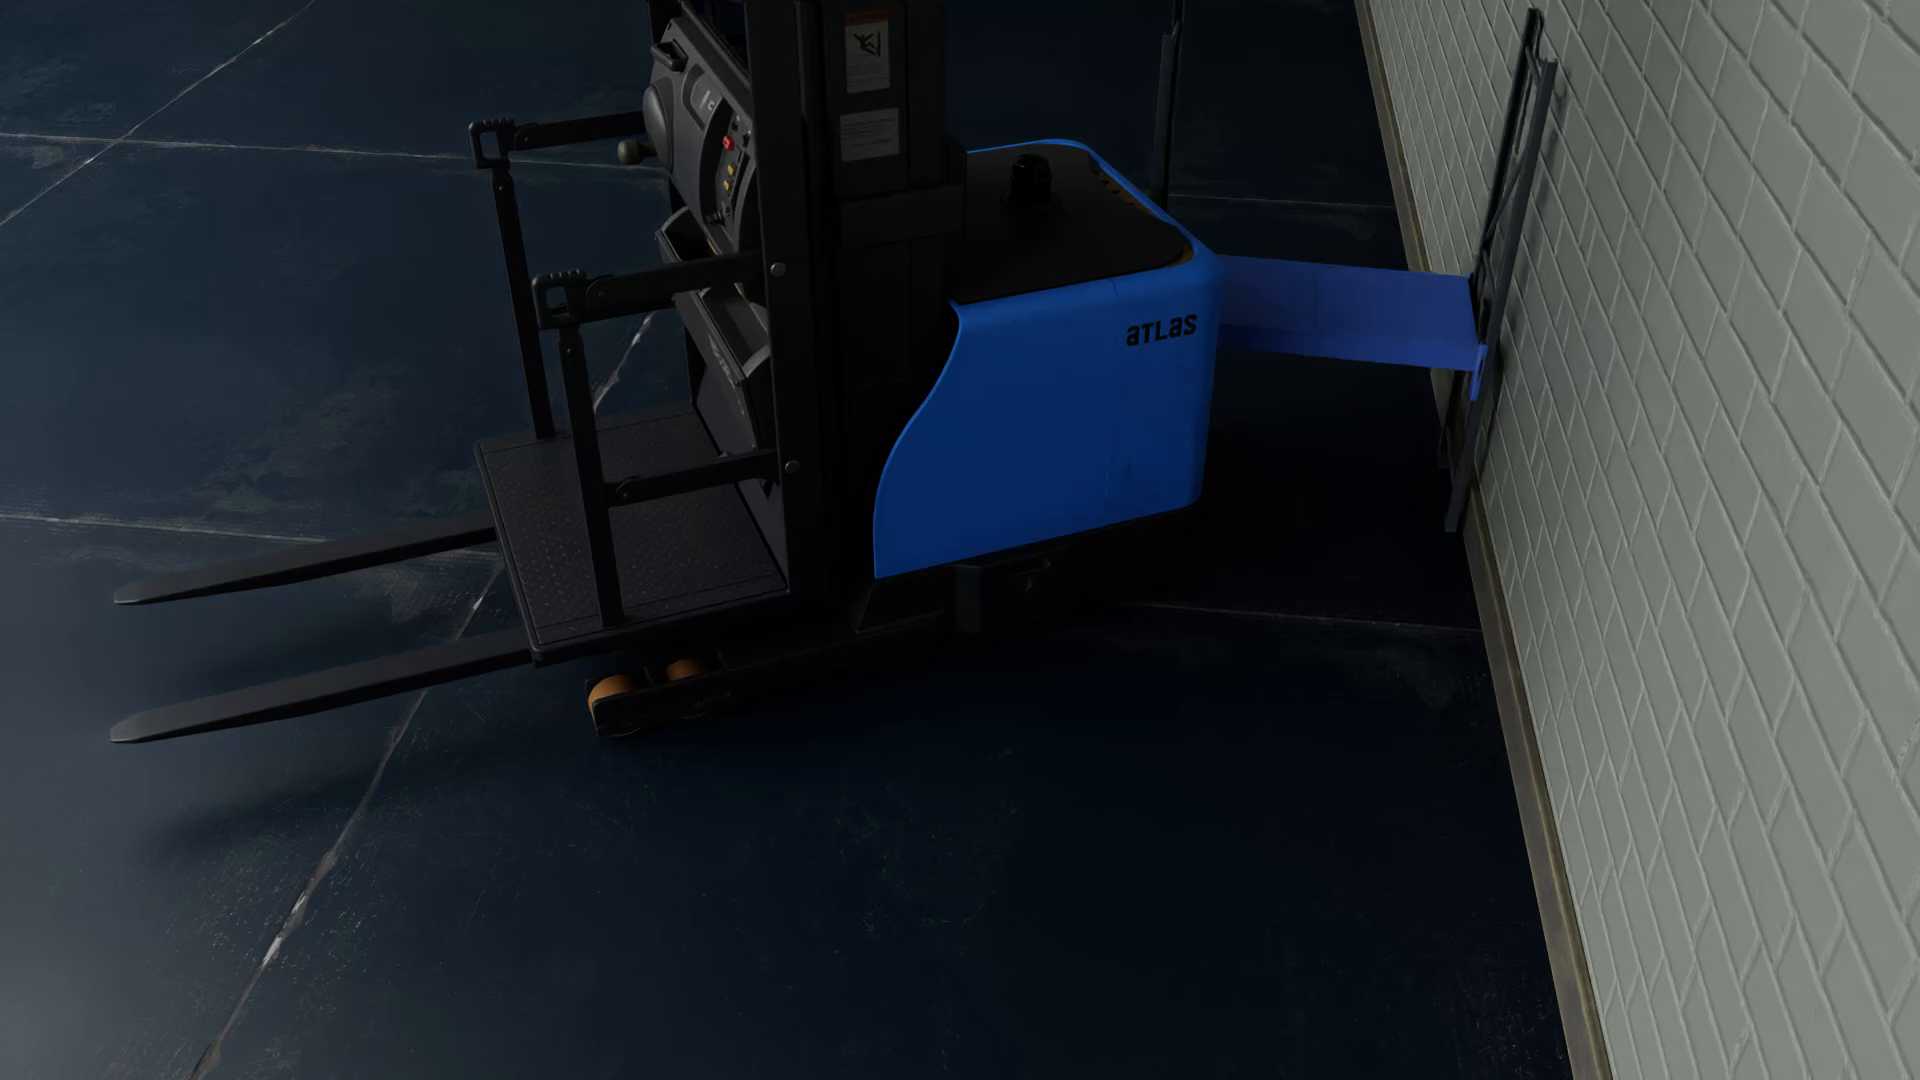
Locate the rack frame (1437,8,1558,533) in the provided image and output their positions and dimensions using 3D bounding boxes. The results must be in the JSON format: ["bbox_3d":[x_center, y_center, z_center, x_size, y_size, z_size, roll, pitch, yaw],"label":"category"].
[{"bbox_3d":[1.606,-0.782,5.036,0.032,1.500,0.500,7,35,8],"label":"rack frame"}]

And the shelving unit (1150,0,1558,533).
[{"bbox_3d":[1.106,-0.839,5.107,1.048,1.500,0.538,7,35,8],"label":"shelving unit"}]

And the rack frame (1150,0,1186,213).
[{"bbox_3d":[0.606,-0.897,5.179,0.032,1.500,0.500,7,35,8],"label":"rack frame"}]

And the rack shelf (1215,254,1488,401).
[{"bbox_3d":[1.104,-0.690,5.208,1.000,0.185,0.538,7,35,8],"label":"rack shelf"}]

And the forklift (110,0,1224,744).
[{"bbox_3d":[-0.840,-1.010,4.142,3.031,2.935,1.130,-13,38,-17],"label":"forklift"}]
